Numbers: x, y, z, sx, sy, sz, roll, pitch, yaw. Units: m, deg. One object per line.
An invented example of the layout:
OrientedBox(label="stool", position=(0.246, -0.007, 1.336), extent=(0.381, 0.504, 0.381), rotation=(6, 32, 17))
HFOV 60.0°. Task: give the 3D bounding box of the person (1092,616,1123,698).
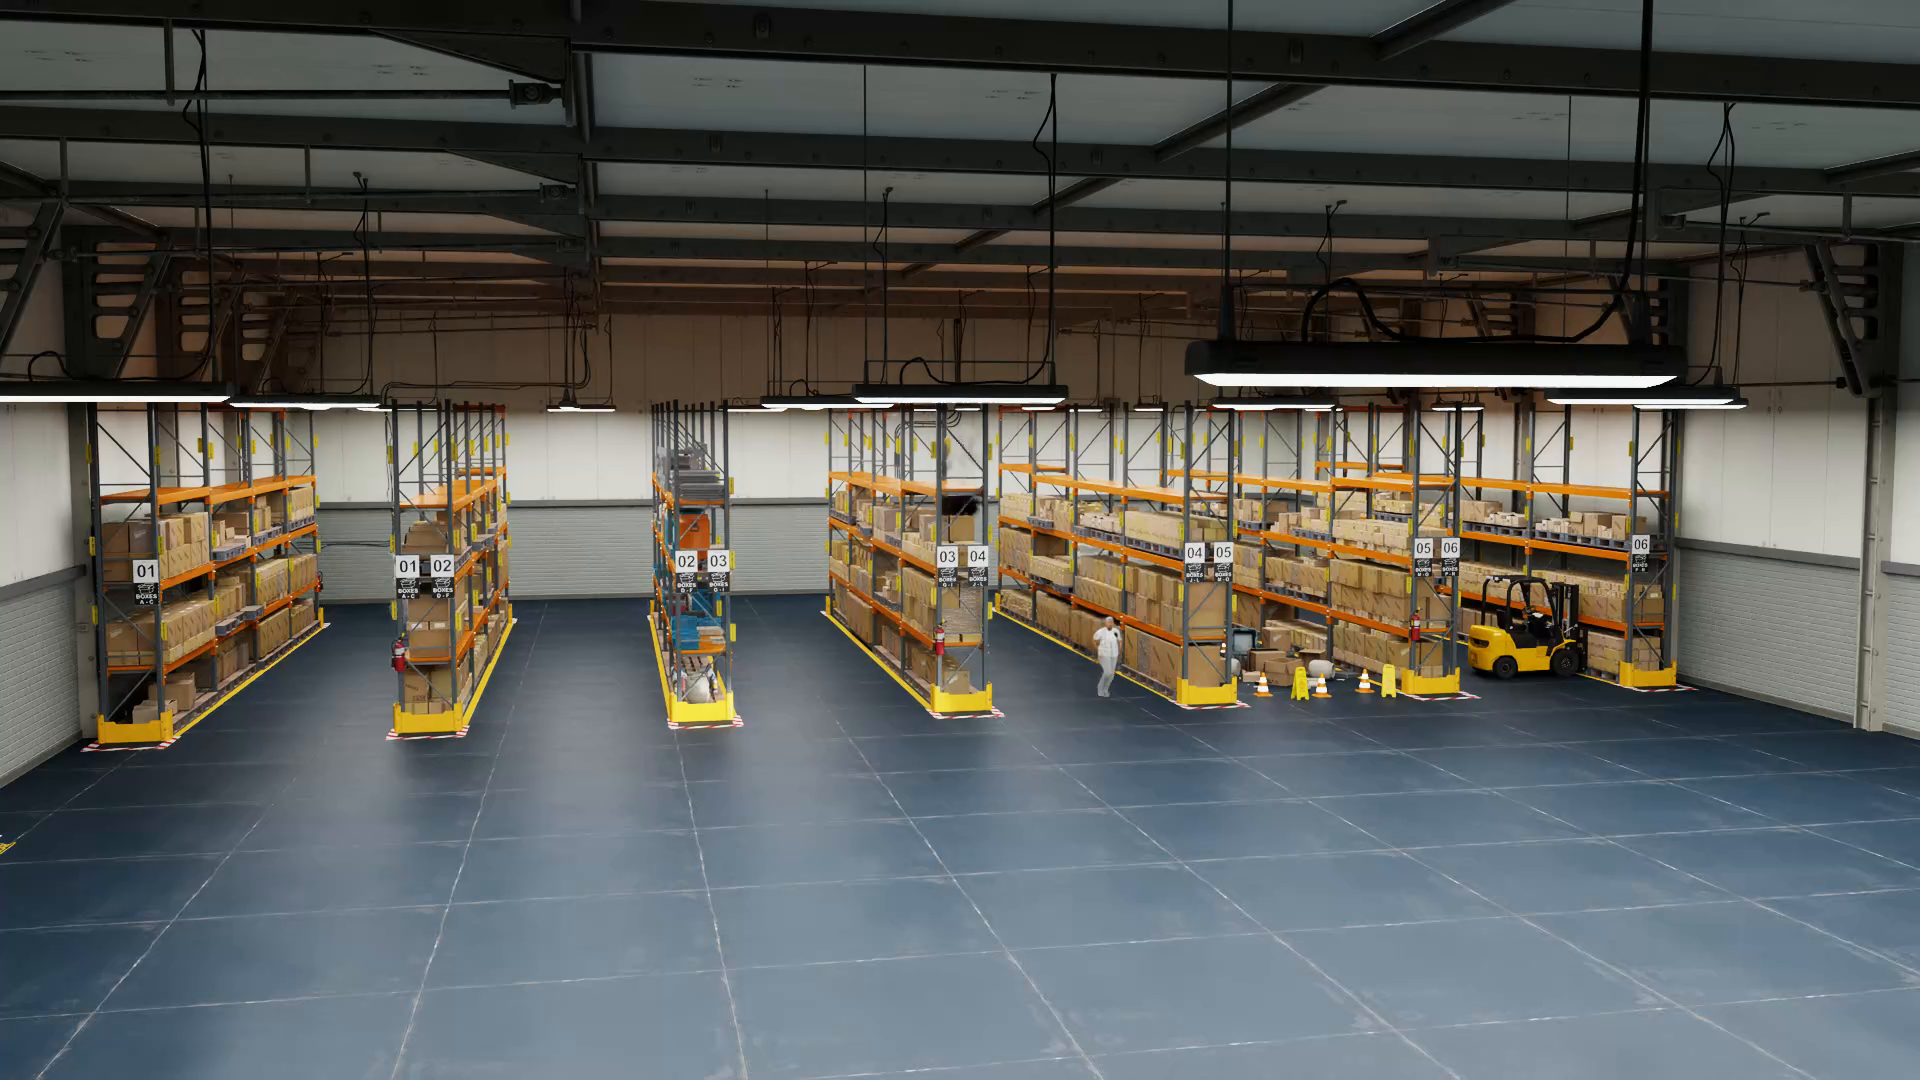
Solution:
OrientedBox(label="person", position=(3.032, 2.371, 33.648), extent=(0.580, 1.658, 0.622), rotation=(-2, 5, -19))

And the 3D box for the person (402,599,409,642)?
OrientedBox(label="person", position=(-13.838, 1.697, 41.830), extent=(0.645, 1.752, 0.608), rotation=(-1, 4, -9))
